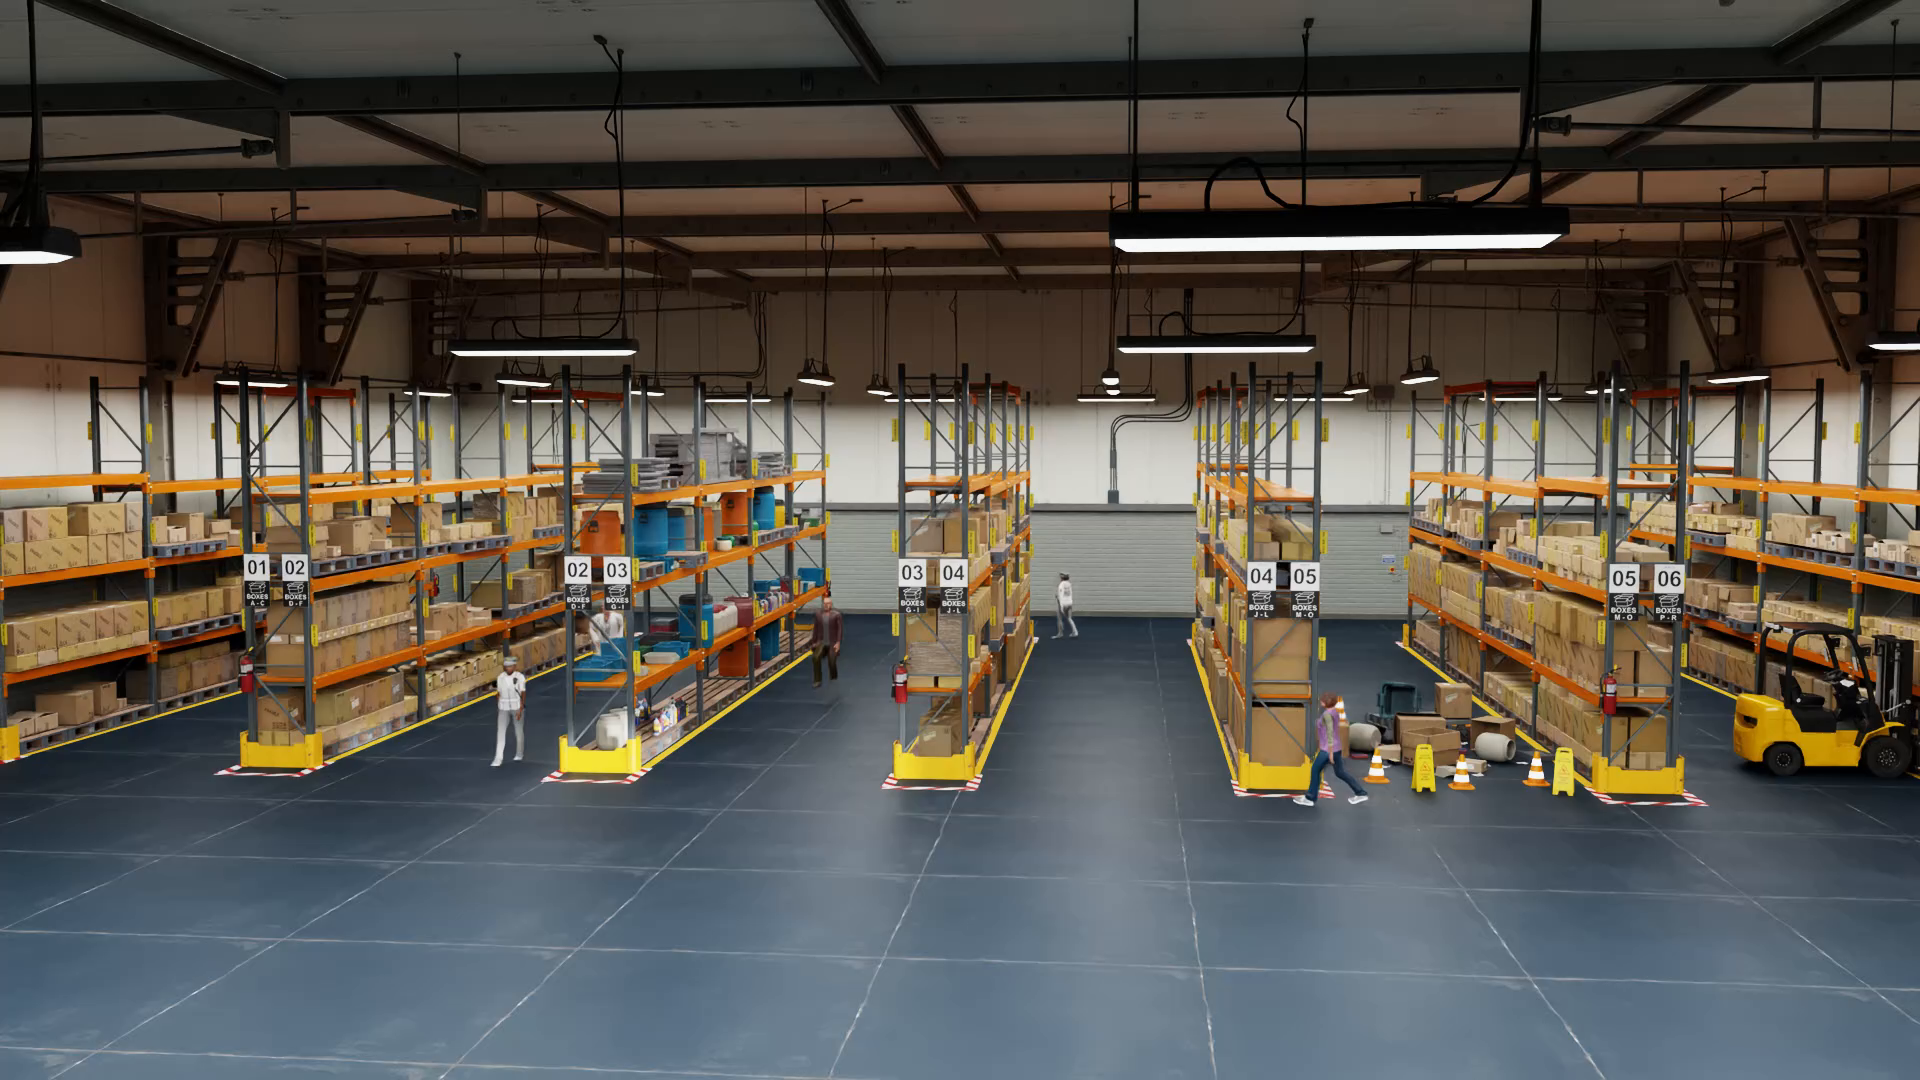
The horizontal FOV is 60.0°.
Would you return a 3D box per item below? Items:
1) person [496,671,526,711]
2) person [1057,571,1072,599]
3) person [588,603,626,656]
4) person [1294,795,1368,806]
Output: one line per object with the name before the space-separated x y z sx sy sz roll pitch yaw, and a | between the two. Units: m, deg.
person | -6.779 2.263 25.100 0.441 0.592 0.349 0 4 -7
person | 2.540 1.153 40.475 0.278 0.780 0.351 3 5 41
person | -6.999 2.047 33.042 0.690 1.682 0.635 0 4 1
person | 4.640 3.436 22.387 0.262 0.232 0.225 2 4 23
